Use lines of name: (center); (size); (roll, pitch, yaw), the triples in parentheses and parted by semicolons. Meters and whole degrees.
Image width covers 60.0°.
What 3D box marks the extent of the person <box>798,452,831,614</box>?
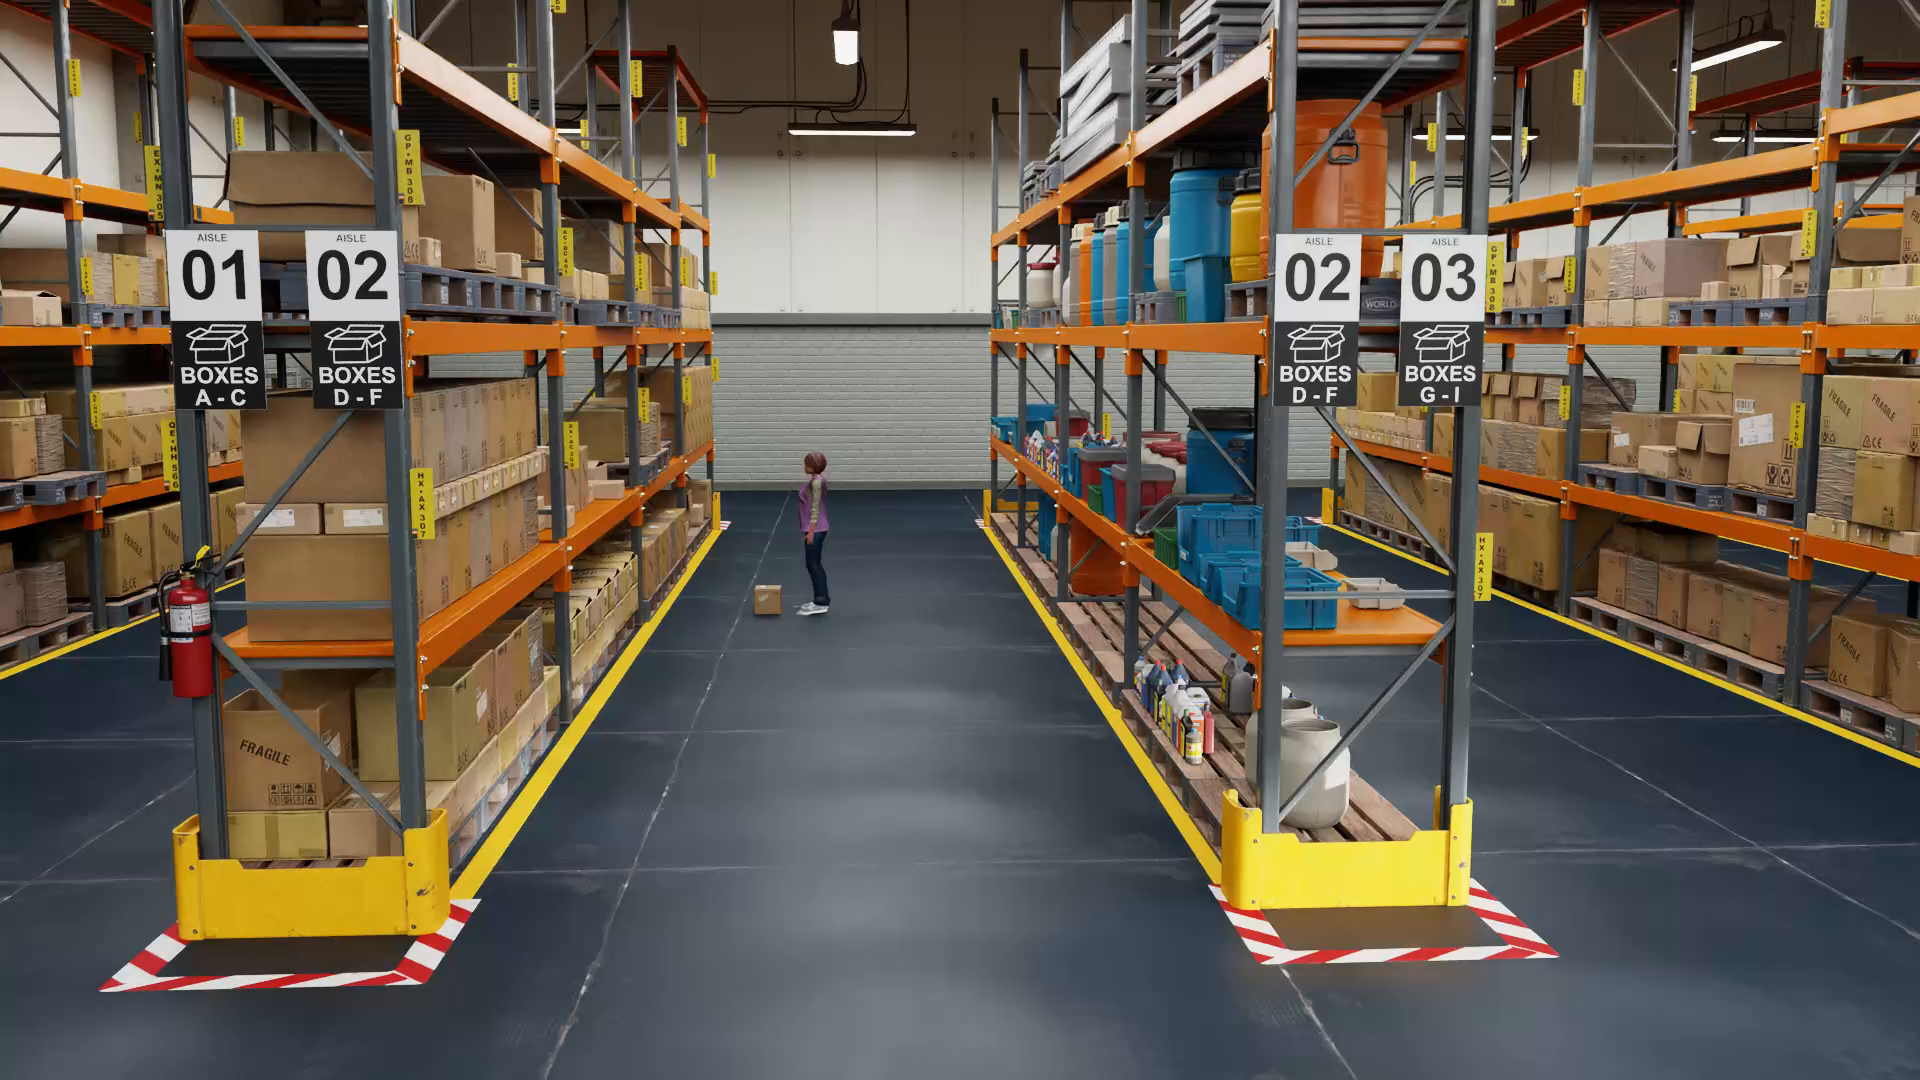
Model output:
person: (-1.438, -0.075, 16.409); (0.304, 1.599, 0.406); (0, 7, -2)
